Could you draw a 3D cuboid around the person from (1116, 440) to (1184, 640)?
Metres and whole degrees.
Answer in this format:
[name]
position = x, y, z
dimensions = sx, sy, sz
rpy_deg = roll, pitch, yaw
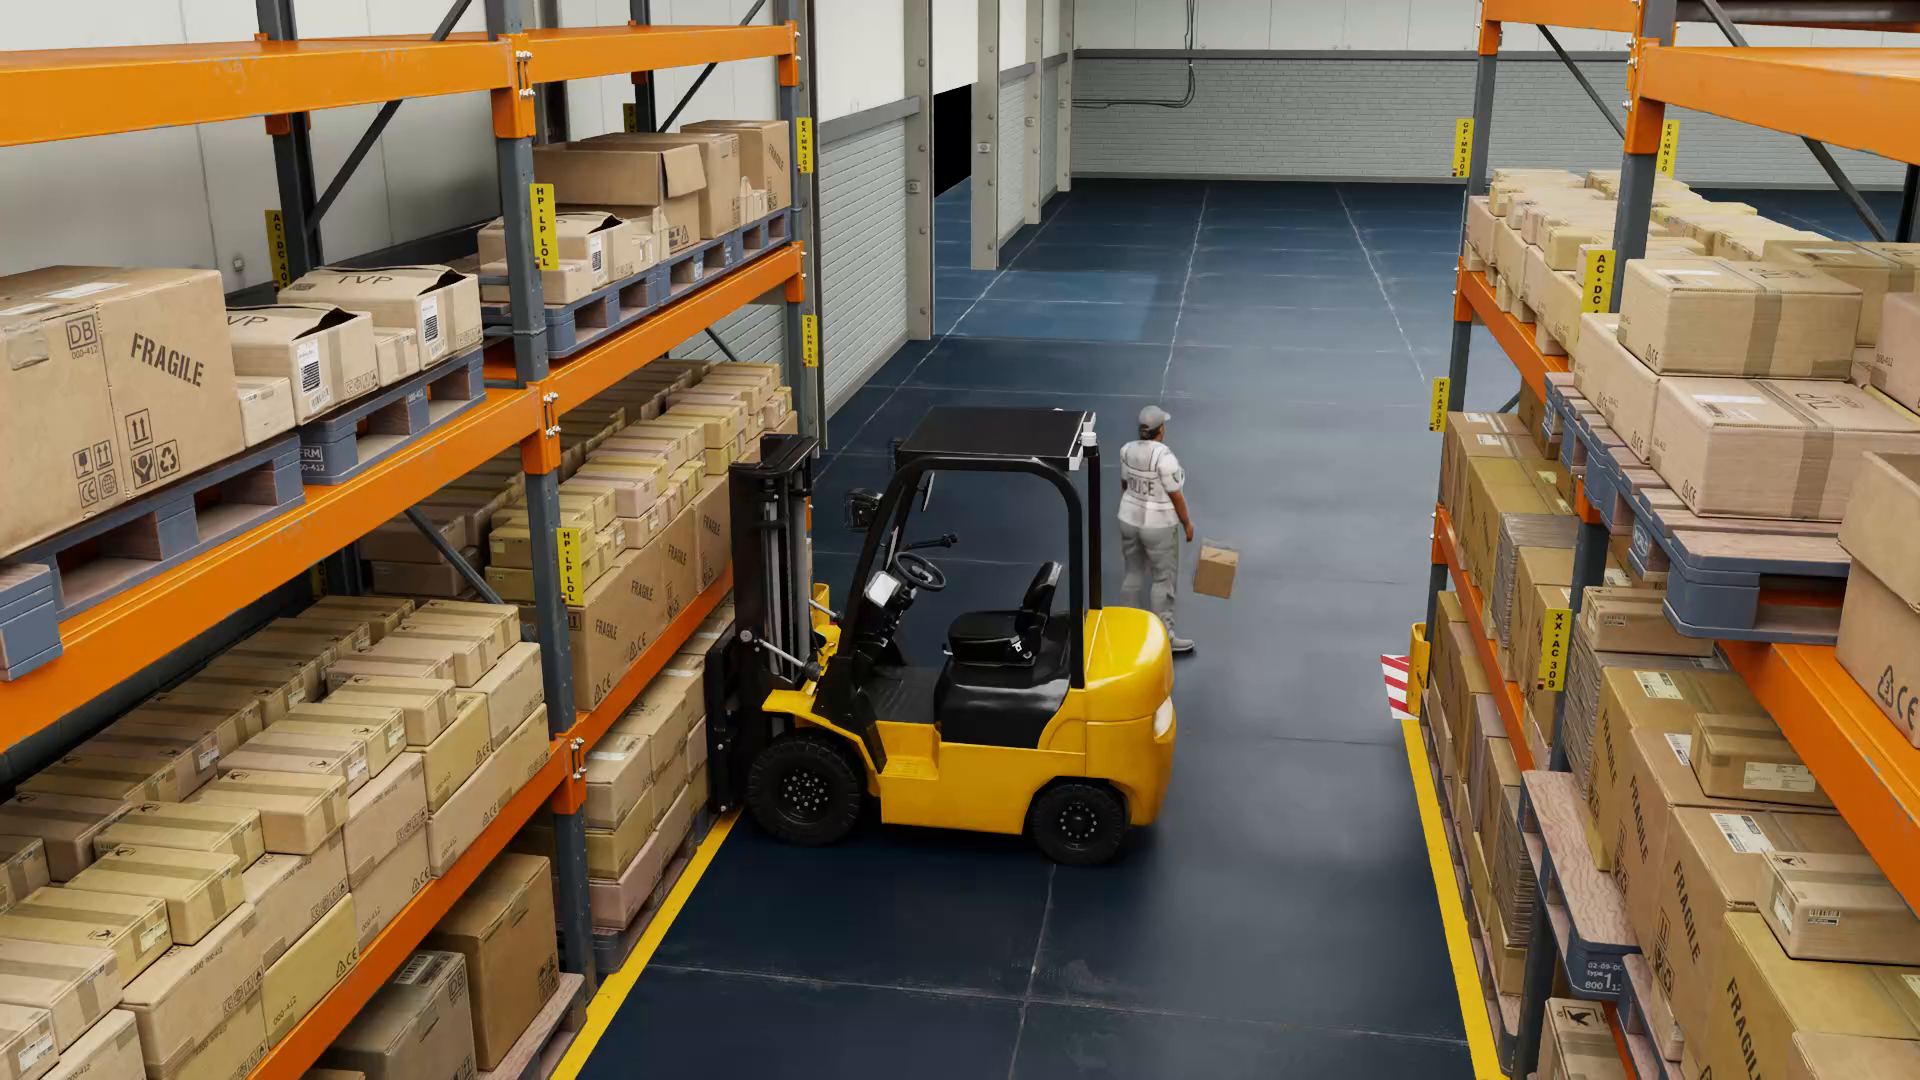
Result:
[person]
position = 1.297, -0.007, 11.293
dimensions = 0.372, 1.375, 0.457
rpy_deg = -14, 23, -37
